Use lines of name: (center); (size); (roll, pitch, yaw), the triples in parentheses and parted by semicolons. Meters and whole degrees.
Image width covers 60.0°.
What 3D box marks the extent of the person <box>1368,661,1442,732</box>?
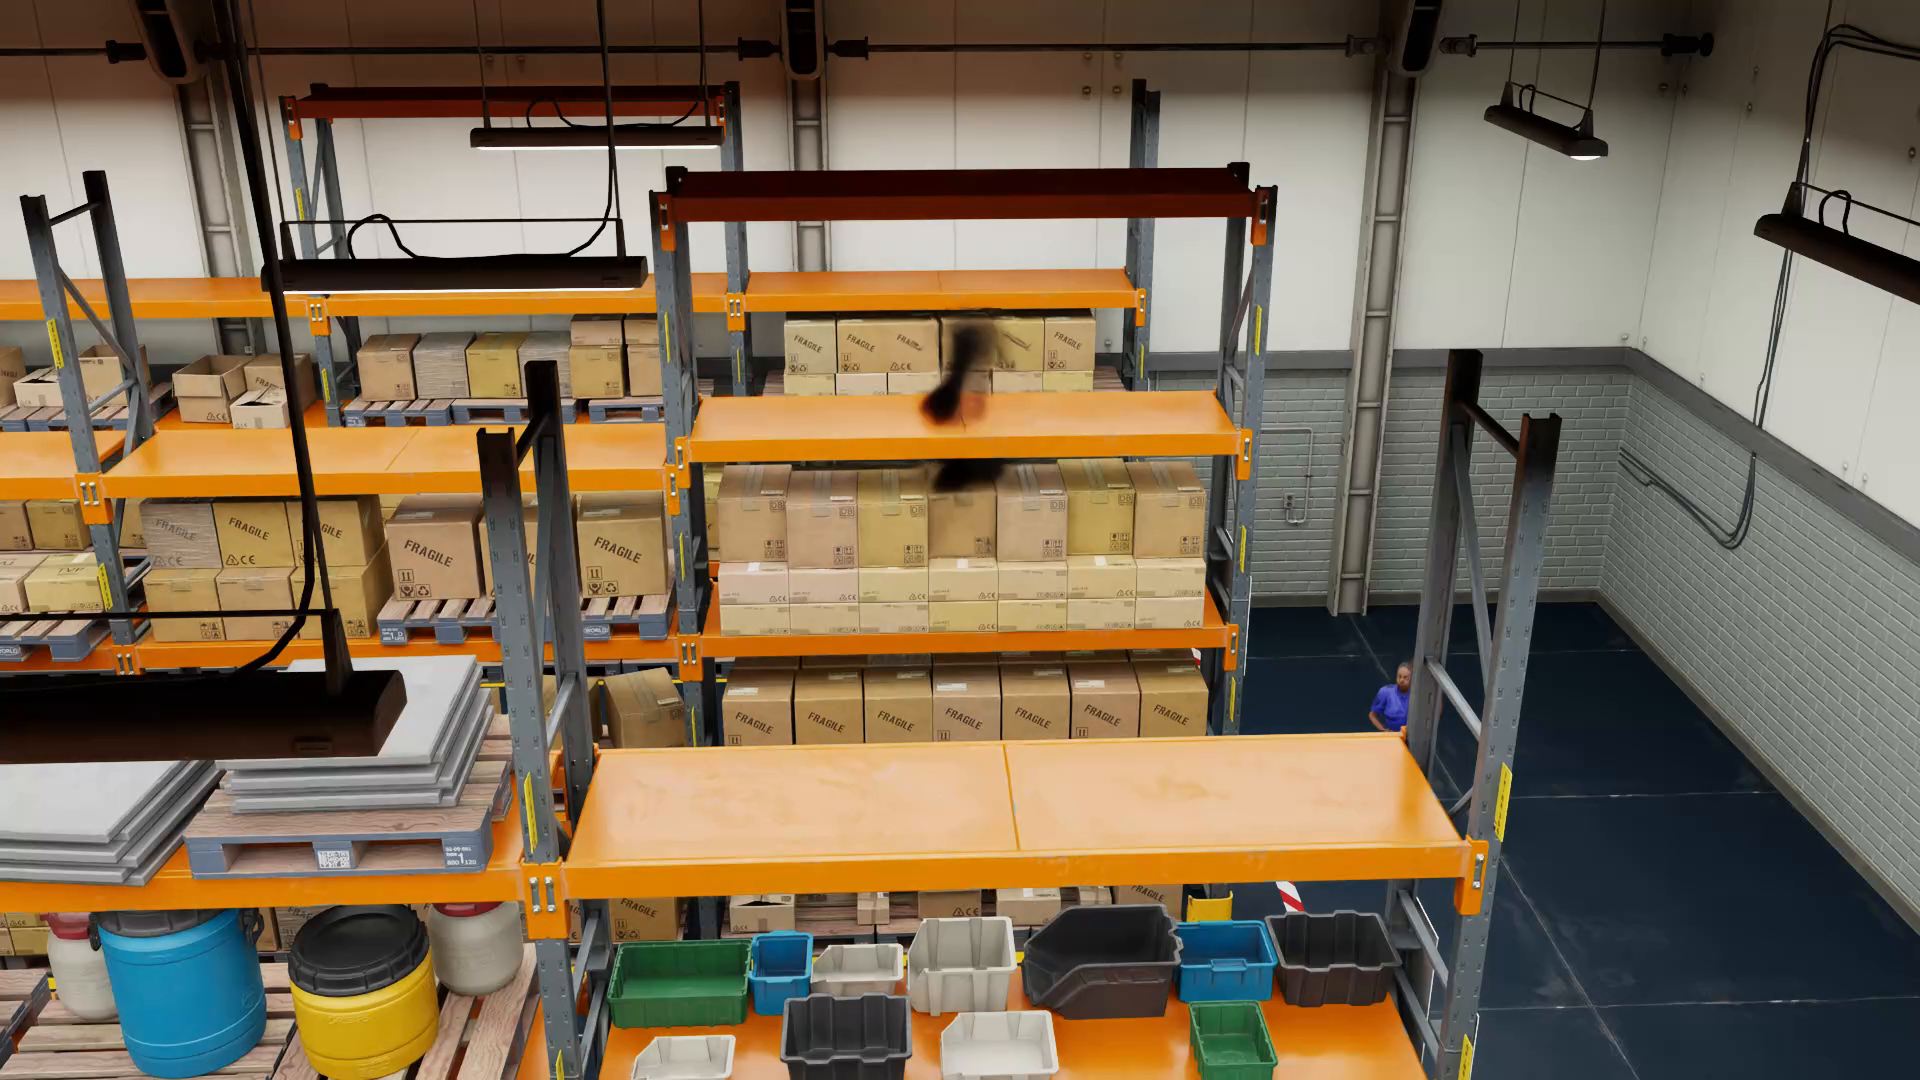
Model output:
person: (3.862, 1.800, 14.549); (0.592, 1.664, 0.935); (9, 24, 20)
